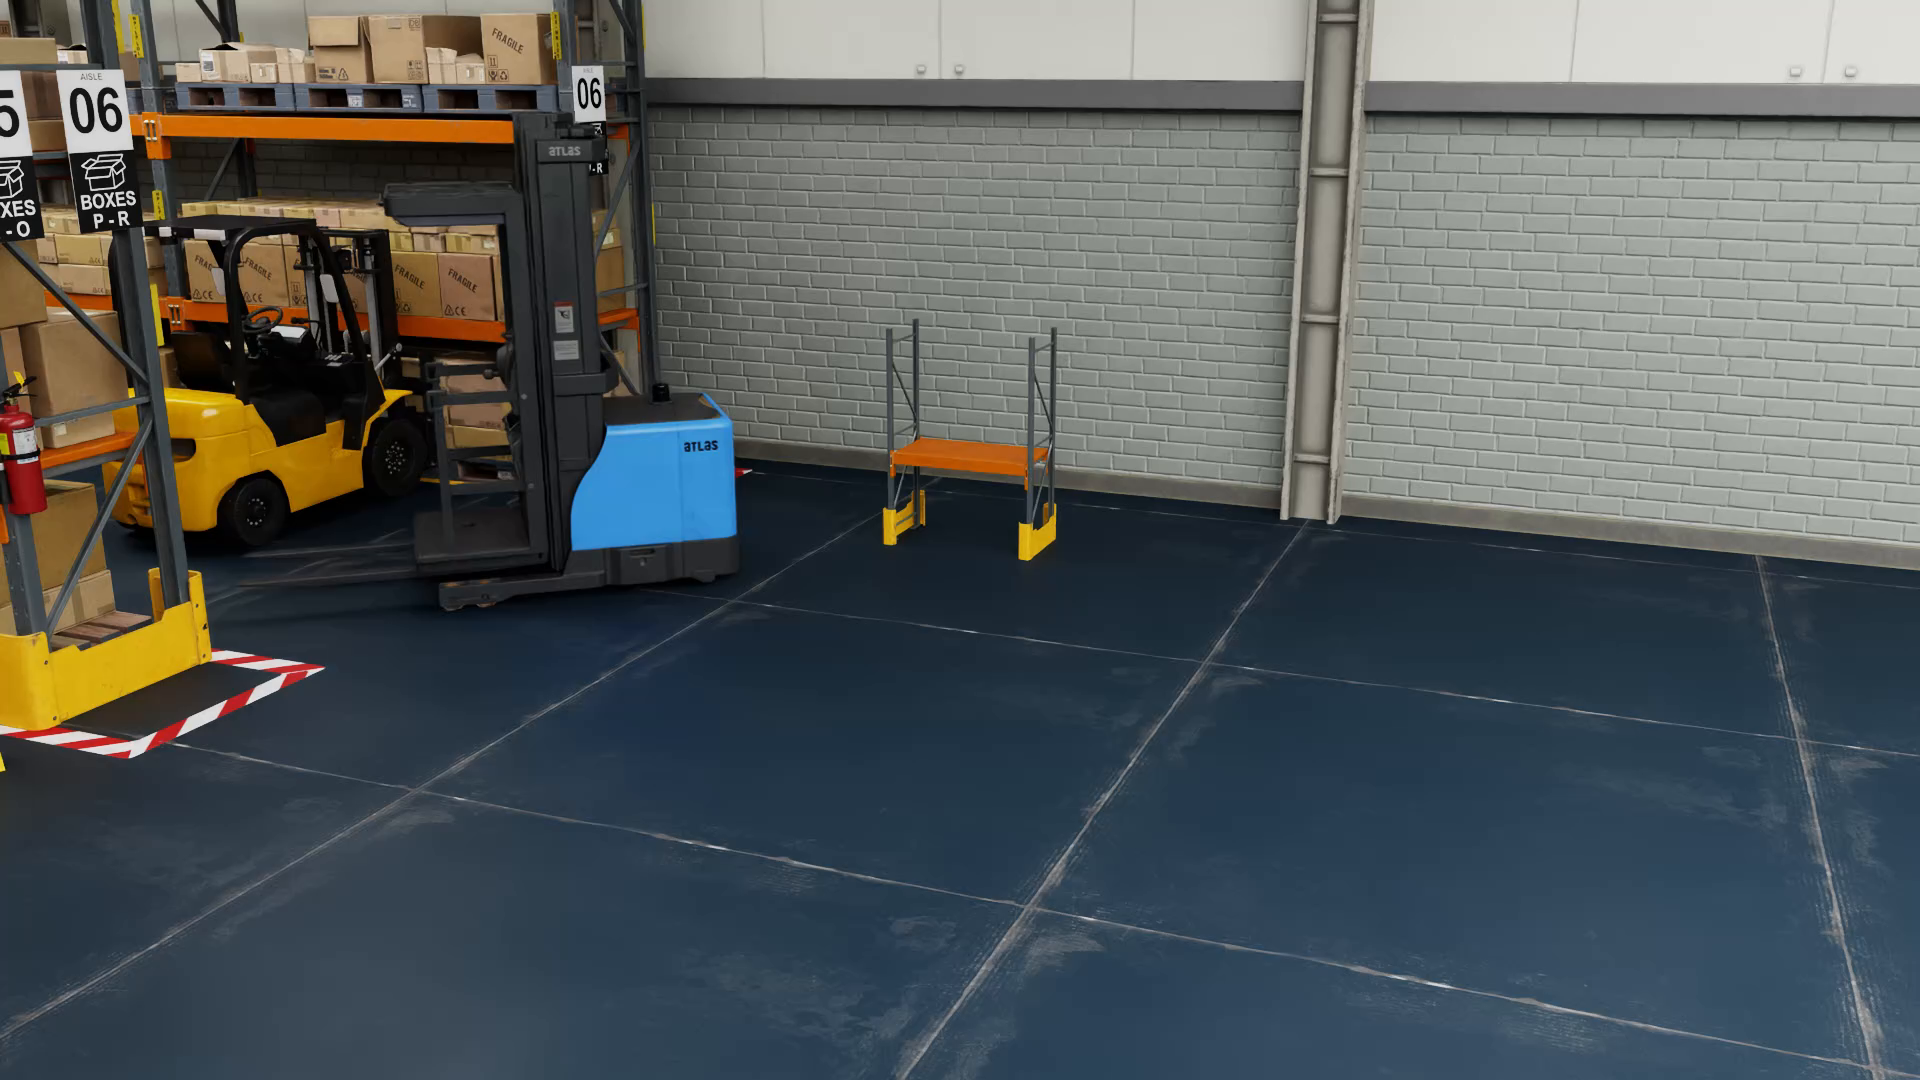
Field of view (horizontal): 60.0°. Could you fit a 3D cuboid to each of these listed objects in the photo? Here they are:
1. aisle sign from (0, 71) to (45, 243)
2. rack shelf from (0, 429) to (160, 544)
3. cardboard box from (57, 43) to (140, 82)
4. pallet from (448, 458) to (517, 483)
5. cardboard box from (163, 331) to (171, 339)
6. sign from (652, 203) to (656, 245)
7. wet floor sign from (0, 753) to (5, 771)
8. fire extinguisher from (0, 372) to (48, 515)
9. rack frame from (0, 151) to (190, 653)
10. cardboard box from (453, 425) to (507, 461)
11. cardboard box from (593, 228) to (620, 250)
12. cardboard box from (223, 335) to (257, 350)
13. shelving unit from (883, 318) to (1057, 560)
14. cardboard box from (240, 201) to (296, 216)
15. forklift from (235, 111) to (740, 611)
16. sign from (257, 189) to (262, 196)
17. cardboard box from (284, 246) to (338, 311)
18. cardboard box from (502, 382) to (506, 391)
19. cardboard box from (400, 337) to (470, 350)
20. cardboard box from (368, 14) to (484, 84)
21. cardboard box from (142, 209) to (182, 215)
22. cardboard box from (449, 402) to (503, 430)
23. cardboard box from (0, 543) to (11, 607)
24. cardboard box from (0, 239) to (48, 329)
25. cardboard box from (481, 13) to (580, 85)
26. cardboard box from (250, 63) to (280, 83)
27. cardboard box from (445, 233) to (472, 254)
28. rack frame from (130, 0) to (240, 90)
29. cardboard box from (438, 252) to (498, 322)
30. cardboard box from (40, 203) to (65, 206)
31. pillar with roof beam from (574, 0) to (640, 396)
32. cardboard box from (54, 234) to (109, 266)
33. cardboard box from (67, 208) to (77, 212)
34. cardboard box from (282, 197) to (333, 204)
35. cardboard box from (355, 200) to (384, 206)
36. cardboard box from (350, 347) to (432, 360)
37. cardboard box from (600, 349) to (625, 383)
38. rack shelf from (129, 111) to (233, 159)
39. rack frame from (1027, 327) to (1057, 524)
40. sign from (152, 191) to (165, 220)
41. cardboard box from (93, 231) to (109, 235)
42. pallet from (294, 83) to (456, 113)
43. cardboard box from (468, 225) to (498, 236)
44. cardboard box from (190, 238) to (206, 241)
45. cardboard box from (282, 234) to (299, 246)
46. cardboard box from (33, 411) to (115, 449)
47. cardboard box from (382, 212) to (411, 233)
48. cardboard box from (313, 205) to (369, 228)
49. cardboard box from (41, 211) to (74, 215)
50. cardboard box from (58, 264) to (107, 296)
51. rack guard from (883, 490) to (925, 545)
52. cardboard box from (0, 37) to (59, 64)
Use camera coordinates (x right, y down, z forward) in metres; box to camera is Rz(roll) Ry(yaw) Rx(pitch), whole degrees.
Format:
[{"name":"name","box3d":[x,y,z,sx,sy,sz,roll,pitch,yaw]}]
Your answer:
[{"name":"aisle sign","box3d":[-4.544,-1.802,7.839,0.004,0.787,0.394,6,17,21]},{"name":"rack shelf","box3d":[-6.356,-0.495,9.288,4.000,0.370,1.077,6,17,21]},{"name":"cardboard box","box3d":[-7.161,-3.991,13.887,0.500,0.311,0.500,6,17,19]},{"name":"pallet","box3d":[-3.404,-0.652,13.539,1.213,0.211,1.003,6,17,21]},{"name":"cardboard box","box3d":[-7.607,-1.526,15.054,0.625,0.625,0.875,6,17,20]},{"name":"sign","box3d":[-2.468,-2.520,13.280,0.005,0.325,0.100,6,17,21]},{"name":"wet floor sign","box3d":[-4.711,0.792,7.788,0.232,0.644,0.267,14,21,40]},{"name":"fire extinguisher","box3d":[-4.558,-0.467,8.041,0.183,0.674,0.296,6,17,21]},{"name":"rack frame","box3d":[-4.495,-0.636,8.483,0.127,3.000,1.000,6,17,21]},{"name":"cardboard box","box3d":[-3.690,-0.824,13.310,0.500,0.250,0.500,6,17,21]},{"name":"cardboard box","box3d":[-2.898,-2.385,13.165,0.250,0.149,0.380,6,17,19]},{"name":"cardboard box","box3d":[-6.064,-1.563,14.062,0.500,0.250,0.500,6,17,20]},{"name":"shelving unit","box3d":[0.071,-0.712,11.438,1.083,1.500,0.587,6,17,21]},{"name":"cardboard box","box3d":[-5.694,-2.698,13.711,0.250,0.149,0.380,6,17,20]},{"name":"forklift","box3d":[-2.997,-1.140,10.343,3.031,2.935,1.130,-5,17,-17]},{"name":"sign","box3d":[-6.197,-2.930,14.692,0.005,0.325,0.100,6,17,21]},{"name":"cardboard box","box3d":[-5.120,-2.167,13.578,0.500,0.500,0.500,6,17,20]},{"name":"cardboard box","box3d":[-3.220,-1.251,12.987,0.500,0.250,0.500,7,18,22]},{"name":"cardboard box","box3d":[-4.457,-1.541,13.987,0.500,0.250,0.500,6,17,20]},{"name":"cardboard box","box3d":[-4.095,-3.774,12.802,0.500,0.500,0.700,6,17,21]},{"name":"cardboard box","box3d":[-7.109,-2.850,14.769,0.250,0.149,0.380,6,17,20]},{"name":"cardboard box","box3d":[-3.708,-1.067,13.252,0.500,0.250,0.500,6,17,20]},{"name":"cardboard box","box3d":[-5.336,0.109,8.752,0.500,0.500,0.500,6,17,21]},{"name":"cardboard box","box3d":[-5.051,-1.302,8.273,0.500,0.500,0.700,6,17,19]},{"name":"cardboard box","box3d":[-3.179,-3.644,12.352,0.500,0.500,0.500,7,18,22]},{"name":"cardboard box","box3d":[-5.378,-3.699,13.172,0.250,0.149,0.380,7,18,22]},{"name":"cardboard box","box3d":[-3.797,-2.335,12.993,0.250,0.149,0.380,6,17,20]},{"name":"rack frame","box3d":[-6.399,-5.213,13.491,0.127,3.000,1.000,6,17,21]},{"name":"cardboard box","box3d":[-3.711,-2.009,13.034,0.500,0.500,0.500,7,18,22]},{"name":"cardboard box","box3d":[-8.509,-3.022,15.362,0.250,0.149,0.380,6,17,20]},{"name":"pillar with roof beam","box3d":[-4.574,-3.993,9.286,0.400,9.000,9.100,6,17,21]},{"name":"cardboard box","box3d":[-7.431,-2.535,14.398,0.500,0.250,0.500,6,17,19]},{"name":"cardboard box","box3d":[-7.814,-2.928,15.035,0.250,0.149,0.380,6,17,20]},{"name":"cardboard box","box3d":[-5.521,-2.820,14.133,0.250,0.149,0.380,6,17,20]},{"name":"cardboard box","box3d":[-4.811,-2.741,13.859,0.250,0.149,0.380,6,17,20]},{"name":"cardboard box","box3d":[-4.639,-1.404,13.516,0.500,0.250,0.500,6,17,20]},{"name":"cardboard box","box3d":[-3.055,-1.383,13.442,0.500,0.250,0.500,6,17,20]},{"name":"rack shelf","box3d":[-8.259,-3.632,14.715,4.000,0.370,1.077,6,17,21]},{"name":"rack frame","box3d":[0.552,-0.660,11.255,0.032,1.500,0.500,6,17,21]},{"name":"sign","box3d":[-6.589,-2.709,13.689,0.005,0.325,0.100,6,17,21]},{"name":"cardboard box","box3d":[-7.253,-2.730,14.353,0.250,0.149,0.380,6,17,21]},{"name":"pallet","box3d":[-4.465,-3.525,13.213,1.213,0.211,1.003,6,17,21]},{"name":"cardboard box","box3d":[-3.582,-2.445,12.837,0.250,0.149,0.380,7,17,22]},{"name":"cardboard box","box3d":[-6.199,-2.591,13.876,0.250,0.149,0.380,6,17,20]},{"name":"cardboard box","box3d":[-5.259,-2.474,13.472,0.250,0.149,0.380,6,17,20]},{"name":"cardboard box","box3d":[-4.736,-0.603,8.822,0.250,0.149,0.380,6,17,21]},{"name":"cardboard box","box3d":[-4.312,-2.512,13.071,0.250,0.149,0.380,7,17,22]},{"name":"cardboard box","box3d":[-4.984,-2.614,13.421,0.250,0.149,0.380,6,17,20]},{"name":"cardboard box","box3d":[-7.998,-2.792,14.569,0.250,0.149,0.380,6,17,21]},{"name":"cardboard box","box3d":[-7.433,-2.294,14.465,0.500,0.250,0.500,6,17,20]},{"name":"rack guard","box3d":[-0.392,-0.163,11.787,0.087,0.250,0.587,6,17,21]},{"name":"cardboard box","box3d":[-4.751,-2.428,8.296,0.250,0.149,0.380,6,17,20]}]
